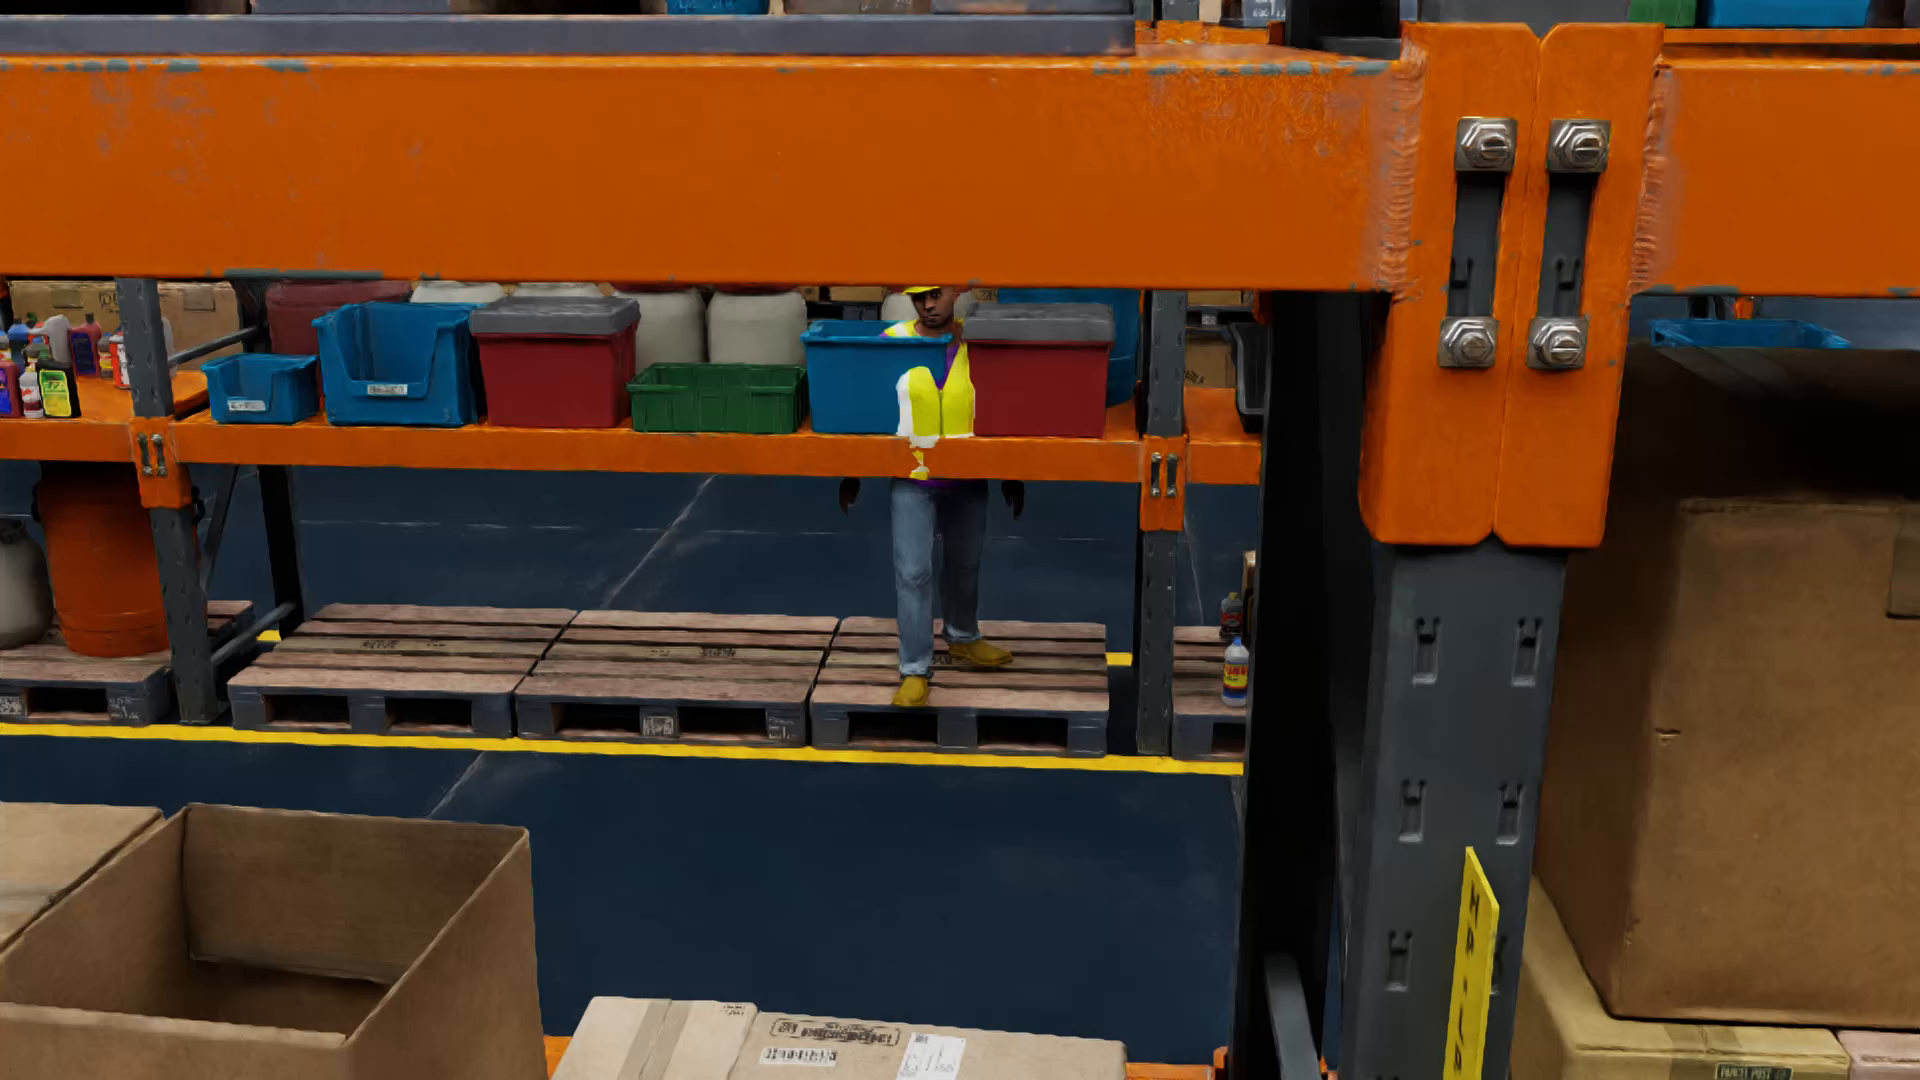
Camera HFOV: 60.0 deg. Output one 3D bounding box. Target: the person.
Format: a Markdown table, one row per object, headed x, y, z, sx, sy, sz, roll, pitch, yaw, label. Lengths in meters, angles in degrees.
| x | y | z | sx | sy | sz | roll | pitch | yaw | label |
| --- | --- | --- | --- | --- | --- | --- | --- | --- | --- |
| -0.100 | -0.243 | 6.545 | 0.729 | 1.767 | 0.626 | -3 | 18 | -10 | person |
